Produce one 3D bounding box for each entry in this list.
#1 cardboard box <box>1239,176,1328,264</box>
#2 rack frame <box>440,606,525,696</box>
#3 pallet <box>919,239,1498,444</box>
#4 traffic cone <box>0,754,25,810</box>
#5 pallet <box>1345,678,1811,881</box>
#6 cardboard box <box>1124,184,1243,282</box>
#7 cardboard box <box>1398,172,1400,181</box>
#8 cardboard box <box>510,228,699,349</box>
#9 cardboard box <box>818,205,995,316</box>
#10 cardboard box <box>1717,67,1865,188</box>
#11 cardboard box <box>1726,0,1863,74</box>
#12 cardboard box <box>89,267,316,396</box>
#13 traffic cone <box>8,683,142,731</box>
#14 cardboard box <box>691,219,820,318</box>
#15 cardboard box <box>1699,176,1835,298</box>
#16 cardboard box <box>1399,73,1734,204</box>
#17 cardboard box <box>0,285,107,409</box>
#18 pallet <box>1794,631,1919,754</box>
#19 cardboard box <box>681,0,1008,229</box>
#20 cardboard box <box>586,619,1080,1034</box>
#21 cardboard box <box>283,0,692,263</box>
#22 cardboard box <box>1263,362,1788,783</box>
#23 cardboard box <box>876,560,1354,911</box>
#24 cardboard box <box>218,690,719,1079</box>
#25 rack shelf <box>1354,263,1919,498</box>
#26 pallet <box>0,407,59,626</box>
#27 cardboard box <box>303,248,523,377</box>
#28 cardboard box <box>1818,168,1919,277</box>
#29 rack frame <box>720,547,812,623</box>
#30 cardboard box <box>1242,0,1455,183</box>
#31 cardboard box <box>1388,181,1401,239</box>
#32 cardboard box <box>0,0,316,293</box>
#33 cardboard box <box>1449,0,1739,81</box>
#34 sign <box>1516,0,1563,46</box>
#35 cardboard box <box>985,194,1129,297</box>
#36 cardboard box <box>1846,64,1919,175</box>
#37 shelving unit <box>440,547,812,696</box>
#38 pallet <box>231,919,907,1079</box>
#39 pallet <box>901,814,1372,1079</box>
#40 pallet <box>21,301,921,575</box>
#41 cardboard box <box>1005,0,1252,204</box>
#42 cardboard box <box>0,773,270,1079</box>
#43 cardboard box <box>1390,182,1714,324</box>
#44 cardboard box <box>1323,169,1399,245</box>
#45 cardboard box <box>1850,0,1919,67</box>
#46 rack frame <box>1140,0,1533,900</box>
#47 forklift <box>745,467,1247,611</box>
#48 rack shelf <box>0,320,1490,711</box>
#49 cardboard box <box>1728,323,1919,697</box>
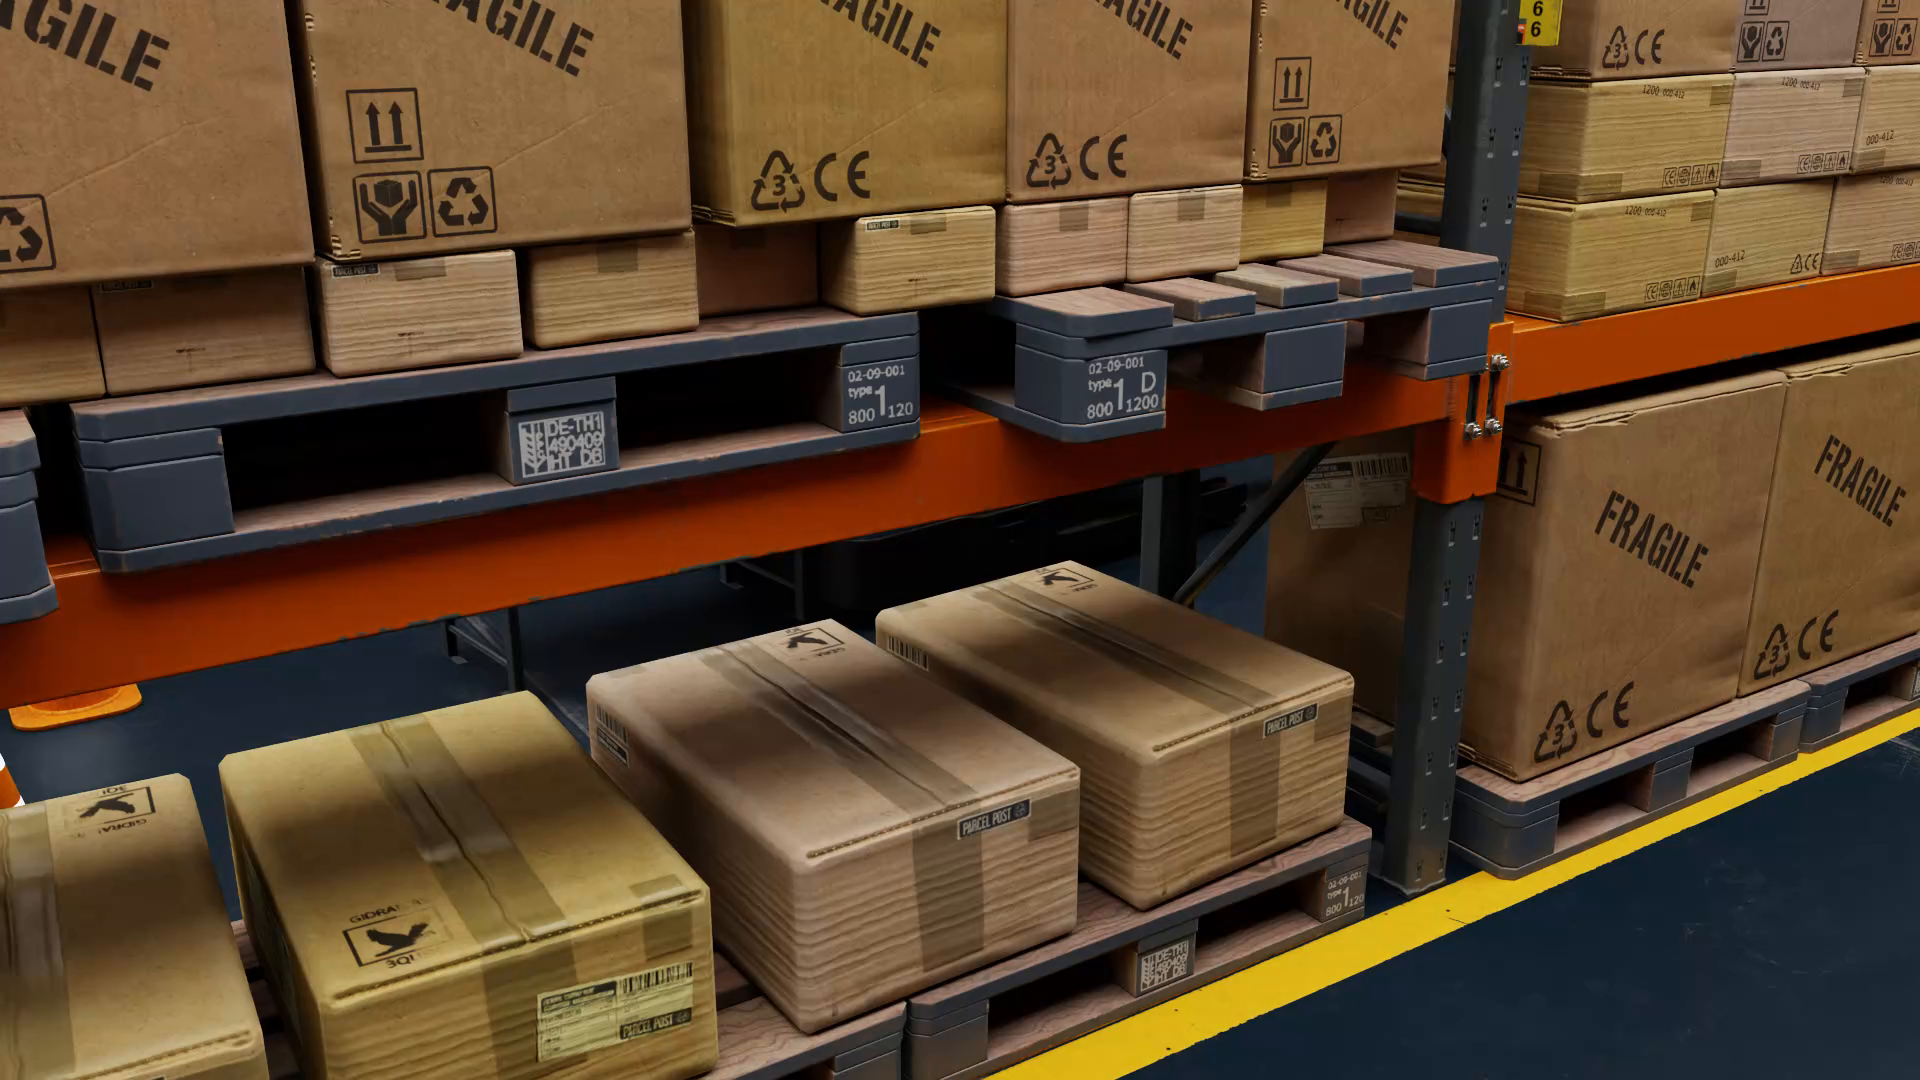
[{"bbox_3d":[0.475,-0.634,3.172,0.250,0.149,0.380,-12,22,-31],"label":"cardboard box"},{"bbox_3d":[-1.434,-0.292,4.766,0.032,1.500,0.500,-15,24,-38],"label":"rack frame"},{"bbox_3d":[0.267,-0.496,3.328,1.003,0.211,1.213,-12,22,-31],"label":"pallet"},{"bbox_3d":[-2.272,0.572,3.829,0.334,0.463,0.336,-12,22,-31],"label":"traffic cone"},{"bbox_3d":[1.503,0.461,4.551,1.213,0.211,1.003,-12,22,-31],"label":"pallet"},{"bbox_3d":[0.289,-0.577,3.006,0.250,0.149,0.380,-12,22,-32],"label":"cardboard box"},{"bbox_3d":[1.068,-1.060,4.150,0.500,0.250,0.500,-12,22,-32],"label":"cardboard box"},{"bbox_3d":[-0.591,-0.406,2.499,0.250,0.149,0.380,-13,22,-33],"label":"cardboard box"},{"bbox_3d":[-0.148,-0.483,2.726,0.250,0.149,0.380,-11,22,-30],"label":"cardboard box"},{"bbox_3d":[1.795,-1.021,4.034,0.500,0.250,0.500,-11,22,-30],"label":"cardboard box"},{"bbox_3d":[1.759,-1.373,3.907,0.500,0.500,0.500,-12,22,-31],"label":"cardboard box"},{"bbox_3d":[-1.049,-0.318,2.240,0.250,0.149,0.380,-12,22,-31],"label":"cardboard box"},{"bbox_3d":[-2.579,0.254,4.771,0.334,0.463,0.336,-12,22,-31],"label":"traffic cone"},{"bbox_3d":[-0.427,-0.472,2.695,0.250,0.149,0.380,-12,22,-31],"label":"cardboard box"},{"bbox_3d":[1.770,-0.784,4.115,0.500,0.250,0.500,-13,22,-33],"label":"cardboard box"},{"bbox_3d":[1.362,-0.930,3.766,0.500,0.250,0.500,-12,22,-32],"label":"cardboard box"},{"bbox_3d":[-1.256,-0.275,2.112,0.250,0.149,0.380,-12,22,-31],"label":"cardboard box"},{"bbox_3d":[2.521,0.248,5.183,1.213,0.211,1.003,-12,22,-31],"label":"pallet"},{"bbox_3d":[-0.270,-0.791,2.623,0.500,0.500,0.500,-14,23,-35],"label":"cardboard box"},{"bbox_3d":[-0.286,0.534,3.429,0.625,0.372,0.950,-12,22,-32],"label":"cardboard box"},{"bbox_3d":[-0.726,-0.695,2.340,0.500,0.500,0.500,-13,23,-34],"label":"cardboard box"},{"bbox_3d":[1.426,-0.033,4.320,0.875,0.875,0.875,-12,22,-32],"label":"cardboard box"},{"bbox_3d":[0.326,0.402,3.820,0.625,0.372,0.950,-14,23,-35],"label":"cardboard box"},{"bbox_3d":[-0.922,0.666,3.039,0.625,0.372,0.950,-11,22,-30],"label":"cardboard box"},{"bbox_3d":[2.474,-0.753,4.910,4.000,0.370,1.077,-12,22,-31],"label":"rack shelf"},{"bbox_3d":[-1.819,-0.041,1.983,1.213,0.211,1.003,-12,22,-31],"label":"pallet"},{"bbox_3d":[-0.798,-0.351,2.337,0.250,0.149,0.380,-11,22,-29],"label":"cardboard box"},{"bbox_3d":[2.211,-0.875,4.383,0.500,0.250,0.500,-11,22,-30],"label":"cardboard box"},{"bbox_3d":[-0.663,-0.504,5.393,0.032,1.500,0.500,-15,24,-38],"label":"rack frame"},{"bbox_3d":[0.577,-0.974,3.165,0.500,0.500,0.500,-13,22,-33],"label":"cardboard box"},{"bbox_3d":[1.083,-0.829,4.246,0.500,0.250,0.500,-13,23,-33],"label":"cardboard box"},{"bbox_3d":[-1.150,-0.601,2.064,0.500,0.500,0.500,-12,22,-32],"label":"cardboard box"},{"bbox_3d":[1.350,-1.284,3.640,0.500,0.500,0.500,-13,22,-33],"label":"cardboard box"},{"bbox_3d":[1.110,-1.109,3.156,0.005,0.325,0.100,-12,22,-31],"label":"sign"},{"bbox_3d":[0.075,-0.535,2.881,0.250,0.149,0.380,-13,23,-34],"label":"cardboard box"},{"bbox_3d":[2.218,-1.105,4.284,0.500,0.250,0.500,-12,22,-32],"label":"cardboard box"},{"bbox_3d":[-1.048,-0.398,5.080,1.048,1.500,0.538,-15,24,-38],"label":"shelving unit"},{"bbox_3d":[-0.868,0.931,3.162,1.213,0.211,1.003,-12,22,-31],"label":"pallet"},{"bbox_3d":[0.150,0.717,3.794,1.213,0.211,1.003,-12,22,-31],"label":"pallet"},{"bbox_3d":[-0.827,-0.291,2.720,1.213,0.211,1.003,-12,22,-31],"label":"pallet"},{"bbox_3d":[0.151,-0.880,2.887,0.500,0.500,0.500,-12,22,-32],"label":"cardboard box"},{"bbox_3d":[-1.502,0.789,2.675,0.625,0.372,0.950,-10,21,-28],"label":"cardboard box"},{"bbox_3d":[1.351,-0.689,3.833,0.500,0.250,0.500,-12,22,-32],"label":"cardboard box"},{"bbox_3d":[0.659,-0.700,3.369,0.250,0.149,0.380,-11,22,-29],"label":"cardboard box"},{"bbox_3d":[2.199,-1.460,4.164,0.500,0.500,0.500,-11,22,-30],"label":"cardboard box"},{"bbox_3d":[0.803,-0.741,3.753,0.127,3.000,1.000,-12,22,-31],"label":"rack frame"},{"bbox_3d":[0.477,-1.520,6.165,3.031,2.935,1.130,-15,24,-38],"label":"forklift"},{"bbox_3d":[-0.867,-0.048,2.826,4.000,0.370,1.077,-12,22,-31],"label":"rack shelf"},{"bbox_3d":[2.173,-0.189,4.782,0.875,0.875,0.875,-12,22,-31],"label":"cardboard box"}]
